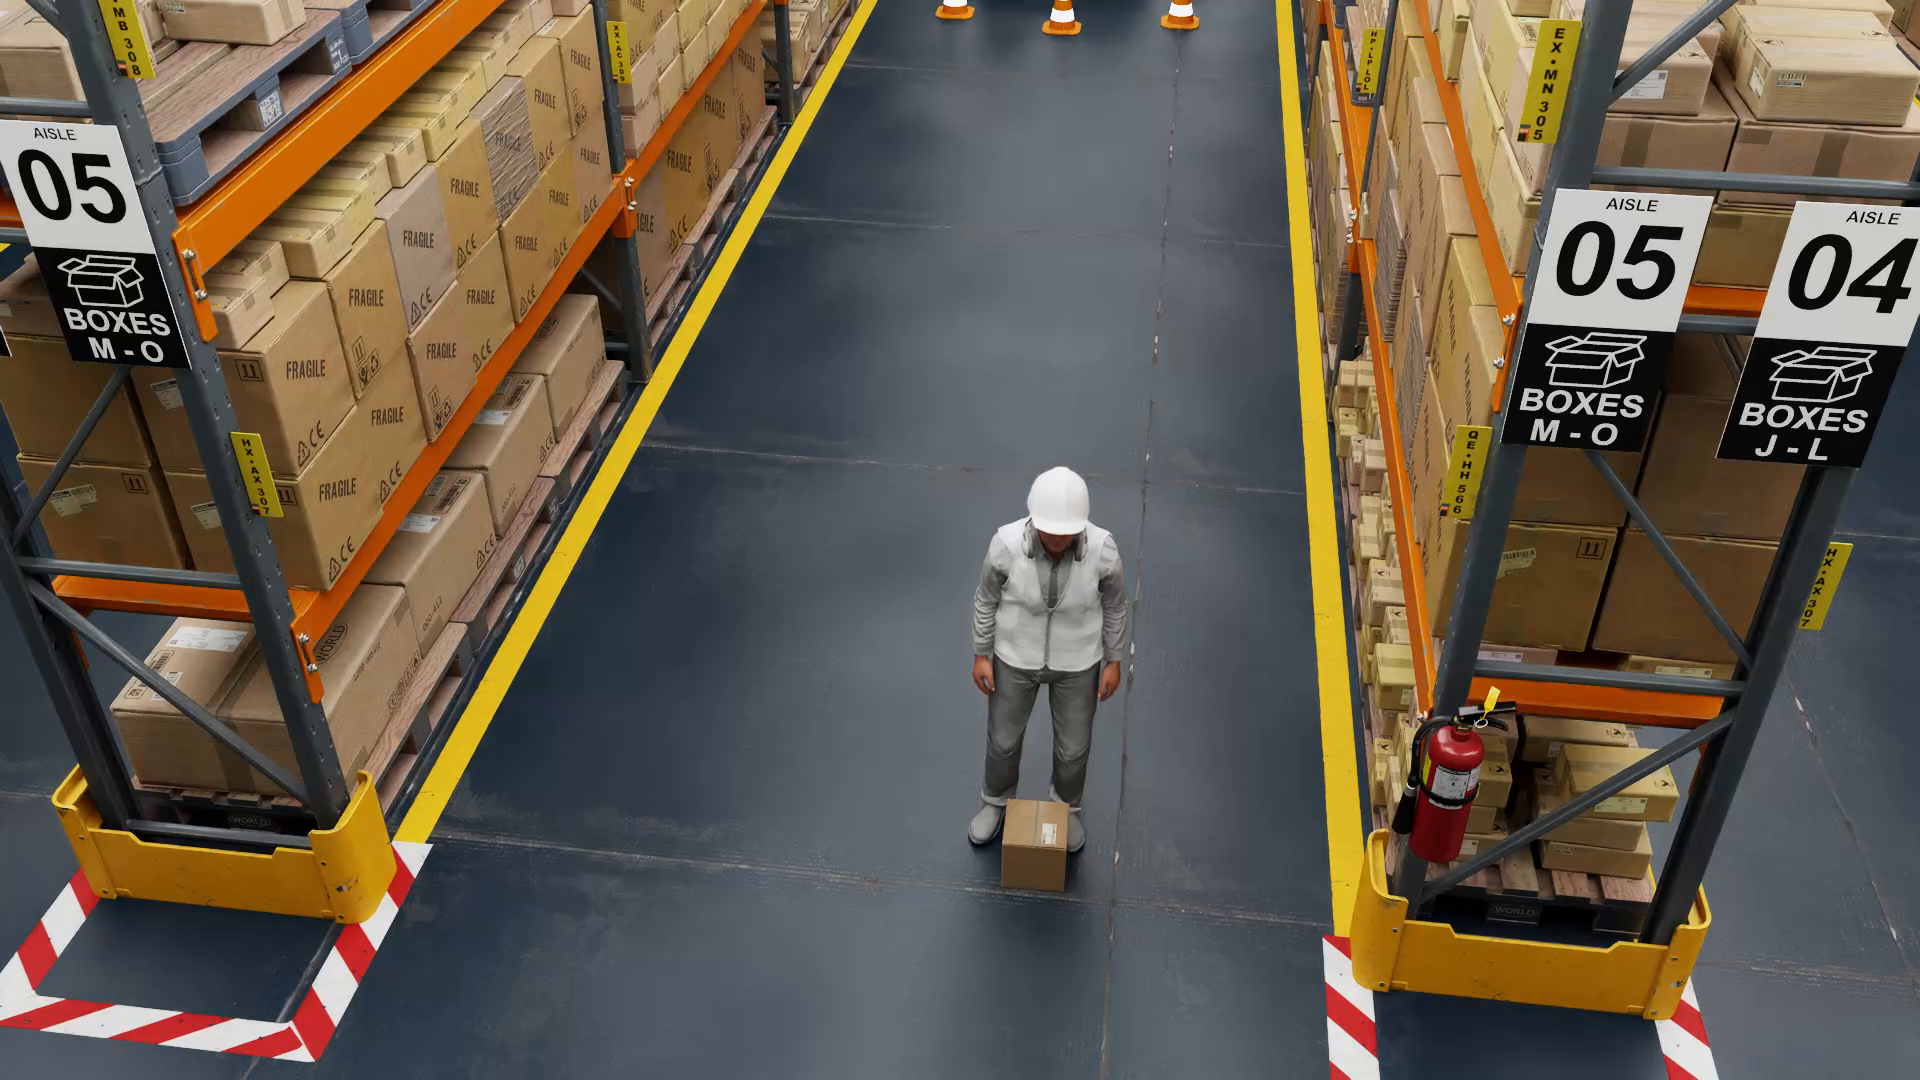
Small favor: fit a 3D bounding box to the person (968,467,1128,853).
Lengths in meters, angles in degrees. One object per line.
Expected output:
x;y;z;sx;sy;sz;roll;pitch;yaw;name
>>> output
0.336;0.450;6.395;0.593;1.773;0.457;3;36;4;person
